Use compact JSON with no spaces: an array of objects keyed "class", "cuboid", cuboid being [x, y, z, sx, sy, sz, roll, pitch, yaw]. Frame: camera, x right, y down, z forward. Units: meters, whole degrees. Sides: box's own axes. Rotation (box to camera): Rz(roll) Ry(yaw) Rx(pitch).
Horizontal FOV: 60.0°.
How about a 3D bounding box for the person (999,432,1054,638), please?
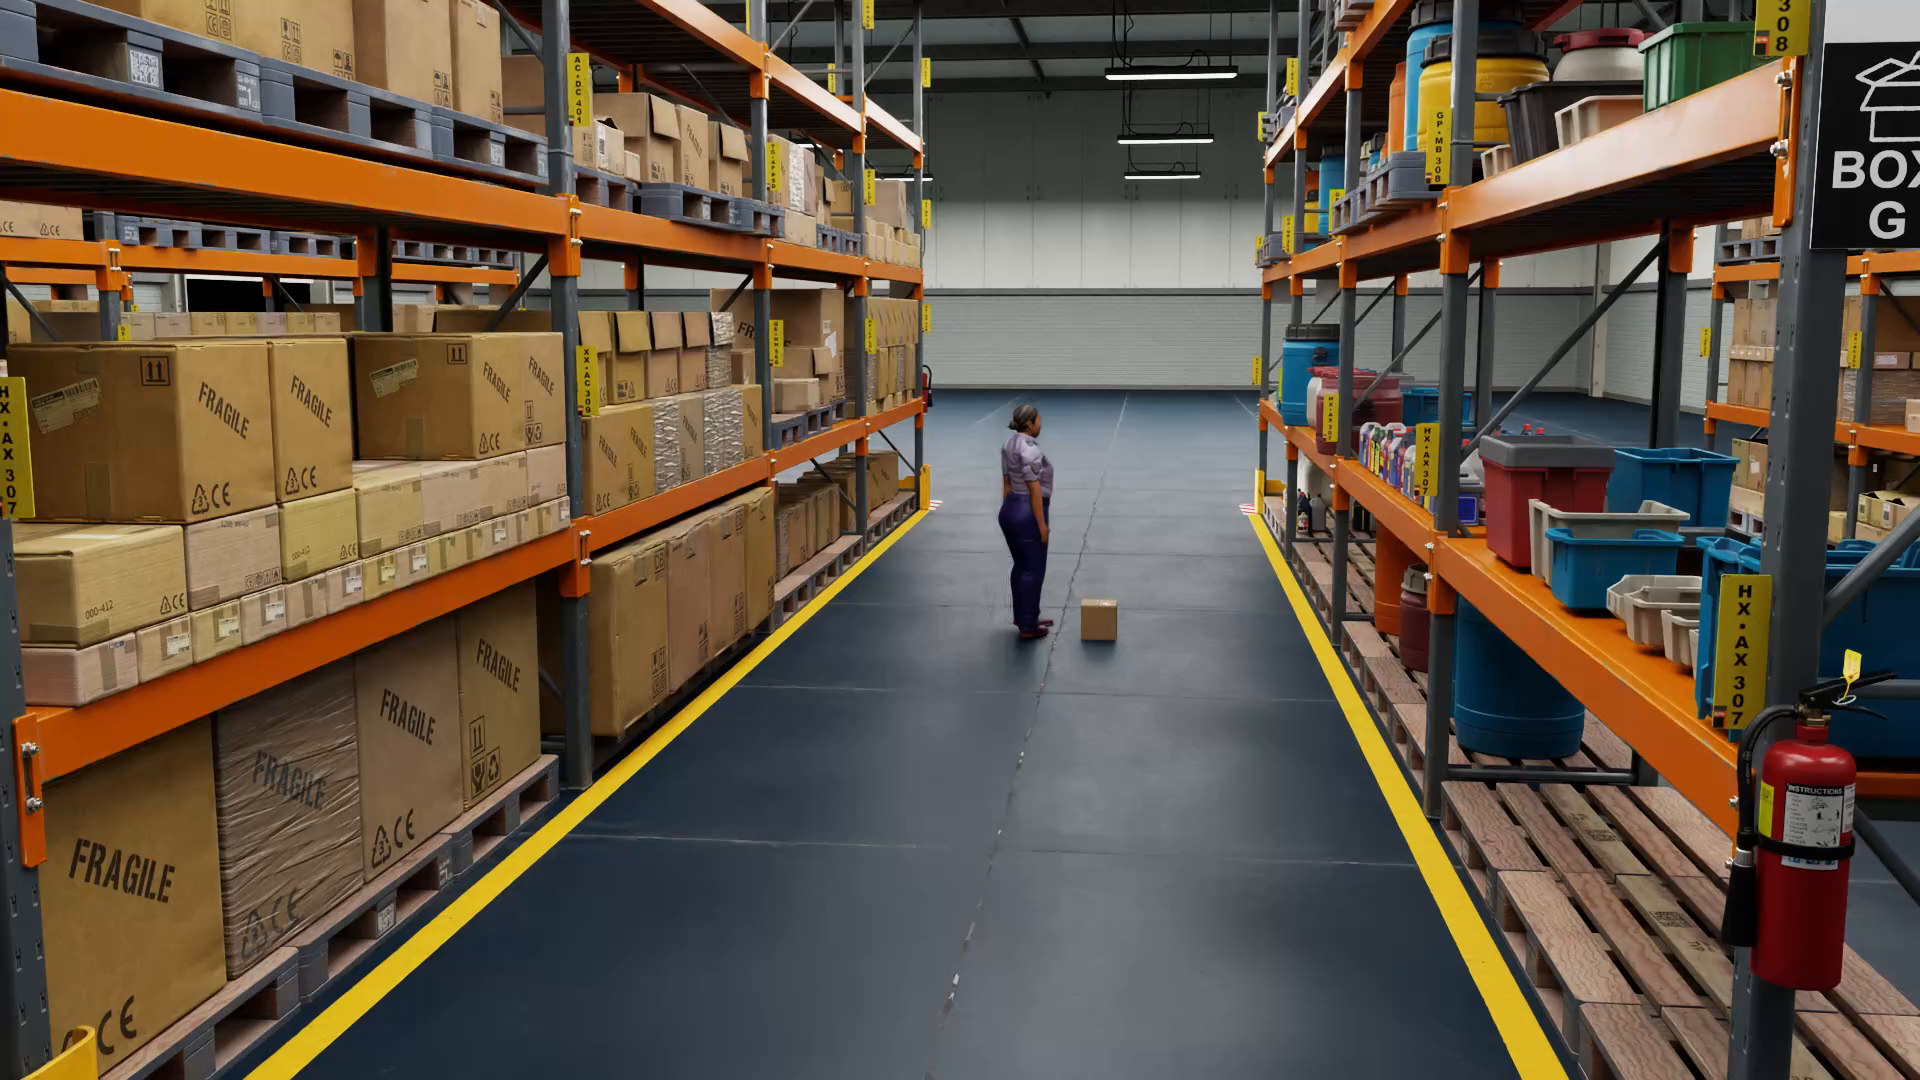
[{"class":"person","cuboid":[0.524,-0.049,11.853,0.477,1.455,0.553,-3,8,-21]}]
